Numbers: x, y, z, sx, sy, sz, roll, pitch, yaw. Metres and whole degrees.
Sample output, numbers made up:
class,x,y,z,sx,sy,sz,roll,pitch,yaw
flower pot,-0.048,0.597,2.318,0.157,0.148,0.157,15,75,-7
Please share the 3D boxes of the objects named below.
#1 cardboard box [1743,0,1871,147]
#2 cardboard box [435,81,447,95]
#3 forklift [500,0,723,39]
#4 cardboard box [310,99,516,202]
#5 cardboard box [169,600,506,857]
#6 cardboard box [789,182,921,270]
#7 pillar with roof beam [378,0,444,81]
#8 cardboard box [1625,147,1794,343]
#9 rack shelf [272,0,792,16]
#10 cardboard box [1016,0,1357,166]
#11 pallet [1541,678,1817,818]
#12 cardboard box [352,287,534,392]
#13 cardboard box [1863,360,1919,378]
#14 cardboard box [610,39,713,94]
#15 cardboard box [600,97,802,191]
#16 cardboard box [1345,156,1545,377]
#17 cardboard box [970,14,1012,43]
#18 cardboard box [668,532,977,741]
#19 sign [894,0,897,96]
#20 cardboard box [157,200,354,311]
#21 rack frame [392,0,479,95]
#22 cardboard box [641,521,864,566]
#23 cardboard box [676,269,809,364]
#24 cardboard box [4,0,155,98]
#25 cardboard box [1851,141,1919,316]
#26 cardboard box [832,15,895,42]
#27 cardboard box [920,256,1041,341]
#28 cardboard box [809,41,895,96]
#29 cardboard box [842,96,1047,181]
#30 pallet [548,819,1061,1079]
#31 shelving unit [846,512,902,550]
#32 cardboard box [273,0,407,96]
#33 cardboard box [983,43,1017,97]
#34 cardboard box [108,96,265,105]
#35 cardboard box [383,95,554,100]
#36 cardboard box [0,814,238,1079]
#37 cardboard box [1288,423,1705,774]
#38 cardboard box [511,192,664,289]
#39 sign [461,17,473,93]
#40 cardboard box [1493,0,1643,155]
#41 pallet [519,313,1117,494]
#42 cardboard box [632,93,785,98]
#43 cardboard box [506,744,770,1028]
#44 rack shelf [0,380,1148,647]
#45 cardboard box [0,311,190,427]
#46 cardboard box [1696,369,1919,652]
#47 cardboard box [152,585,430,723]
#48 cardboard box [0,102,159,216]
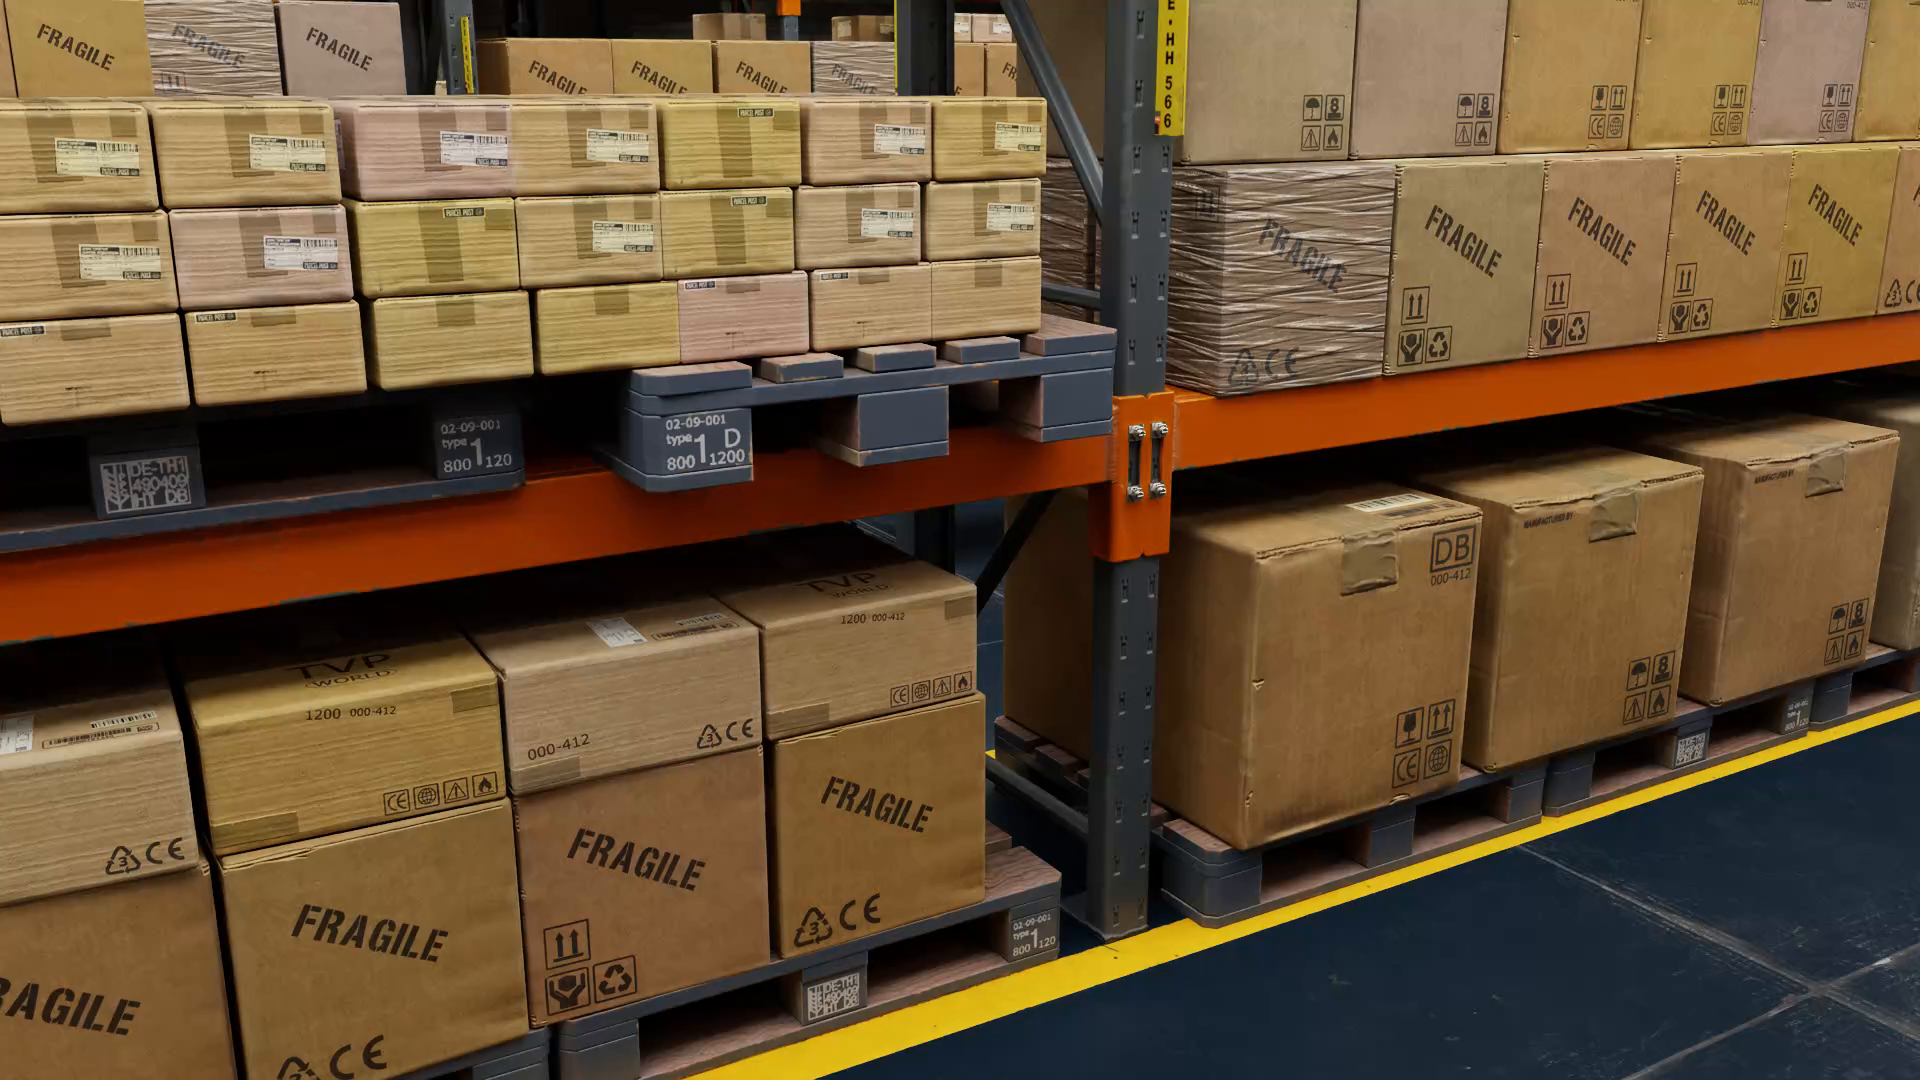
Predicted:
class,x,y,z,sx,sy,sz,roll,pitch,yaw
cardboard box,2.278,-1.476,5.081,0.500,0.500,0.700,-9,18,-29
cardboard box,-3.972,-3.337,12.371,0.250,0.149,0.380,-9,18,-29
forklift,-2.180,-2.557,11.102,3.031,2.935,1.130,-9,18,-30
cardboard box,-0.916,-0.656,2.777,0.250,0.149,0.380,-9,18,-30
cardboard box,-1.177,0.333,3.130,0.500,0.250,0.500,-9,18,-28
cardboard box,-0.271,-0.616,3.187,0.250,0.149,0.380,-8,18,-28
pillar with roof beam,-2.180,-5.165,9.162,0.400,9.000,9.100,-9,18,-30
cardboard box,1.964,-0.861,4.740,0.500,0.500,0.500,-9,18,-30
rack shelf,-3.336,-4.258,12.819,4.000,0.370,1.077,-9,18,-30
cardboard box,0.535,-1.193,4.070,0.500,0.500,0.700,-9,18,-30
pallet,1.905,0.479,5.310,1.213,0.211,1.003,-9,18,-30
cardboard box,-0.920,-0.368,2.852,0.250,0.149,0.380,-10,19,-32
cardboard box,4.149,-0.410,6.472,0.875,0.875,0.875,-9,18,-29
cardboard box,-1.543,-2.211,8.226,0.500,0.500,0.500,-8,18,-27
cardboard box,-0.480,-0.726,3.027,0.250,0.149,0.380,-9,18,-28
cardboard box,1.104,-0.723,4.245,0.500,0.500,0.500,-9,18,-30
cardboard box,0.075,-2.781,9.057,0.250,0.149,0.380,-10,18,-31
cardboard box,-0.306,0.193,3.628,0.500,0.250,0.500,-10,18,-31
sign,-0.143,-1.289,4.304,0.005,0.325,0.100,-9,18,-30
cardboard box,-1.148,-0.474,2.679,0.250,0.149,0.380,-9,18,-28
rack frame,-2.490,-1.734,8.040,0.127,3.000,1.000,-9,18,-30
cardboard box,-0.570,0.077,4.042,0.500,0.250,0.500,-10,19,-32
cardboard box,-0.475,-0.440,3.108,0.250,0.149,0.380,-9,18,-29
cardboard box,-3.664,-1.991,6.917,0.500,0.500,0.500,-9,18,-30
cardboard box,2.831,-1.003,5.244,0.500,0.500,0.500,-9,18,-30
cardboard box,-0.525,-2.838,9.260,0.250,0.149,0.380,-8,18,-27
cardboard box,-0.041,-0.509,3.357,0.250,0.149,0.380,-9,18,-29
cardboard box,-0.658,-2.354,8.736,0.500,0.500,0.500,-10,19,-32
cardboard box,-0.039,-0.797,3.280,0.250,0.149,0.380,-10,19,-32
pallet,-0.525,0.848,3.994,1.213,0.211,1.003,-9,18,-30
shelving unit,0.073,-0.734,7.250,1.048,1.500,0.538,-9,18,-30
cardboard box,-2.799,-2.132,7.419,0.500,0.500,0.500,-10,18,-31
cardboard box,0.236,-2.497,9.247,0.500,0.500,0.500,-9,18,-29
cardboard box,-1.476,-0.768,3.179,0.250,0.149,0.380,-9,18,-28
cardboard box,-1.019,-0.844,3.447,0.250,0.149,0.380,-10,19,-32
cardboard box,-1.619,0.763,2.983,0.500,0.500,0.500,-9,18,-29
cardboard box,1.461,0.092,4.915,0.750,0.750,1.050,-9,18,-29
cardboard box,-0.710,-0.544,2.930,0.250,0.149,0.380,-9,18,-30
sign,-2.202,-2.164,7.427,0.005,0.325,0.100,-9,18,-30
cardboard box,1.407,-1.335,4.578,0.500,0.500,0.700,-10,18,-31
pallet,-0.411,-0.387,3.589,1.003,0.211,1.213,-9,18,-30
cardboard box,-0.579,-0.913,3.696,0.250,0.149,0.380,-10,18,-31
cardboard box,-0.731,0.622,3.488,0.500,0.500,0.500,-8,18,-27
rack shelf,-1.569,0.021,3.109,4.000,0.370,1.077,-9,18,-30
cardboard box,-1.375,-0.294,2.588,0.250,0.149,0.380,-10,19,-32
cardboard box,3.088,-0.171,5.853,0.750,0.750,1.050,-9,18,-30
cardboard box,-1.436,0.213,3.555,0.500,0.250,0.500,-9,18,-29
cardboard box,-1.372,-0.581,2.512,0.250,0.149,0.380,-9,18,-28
